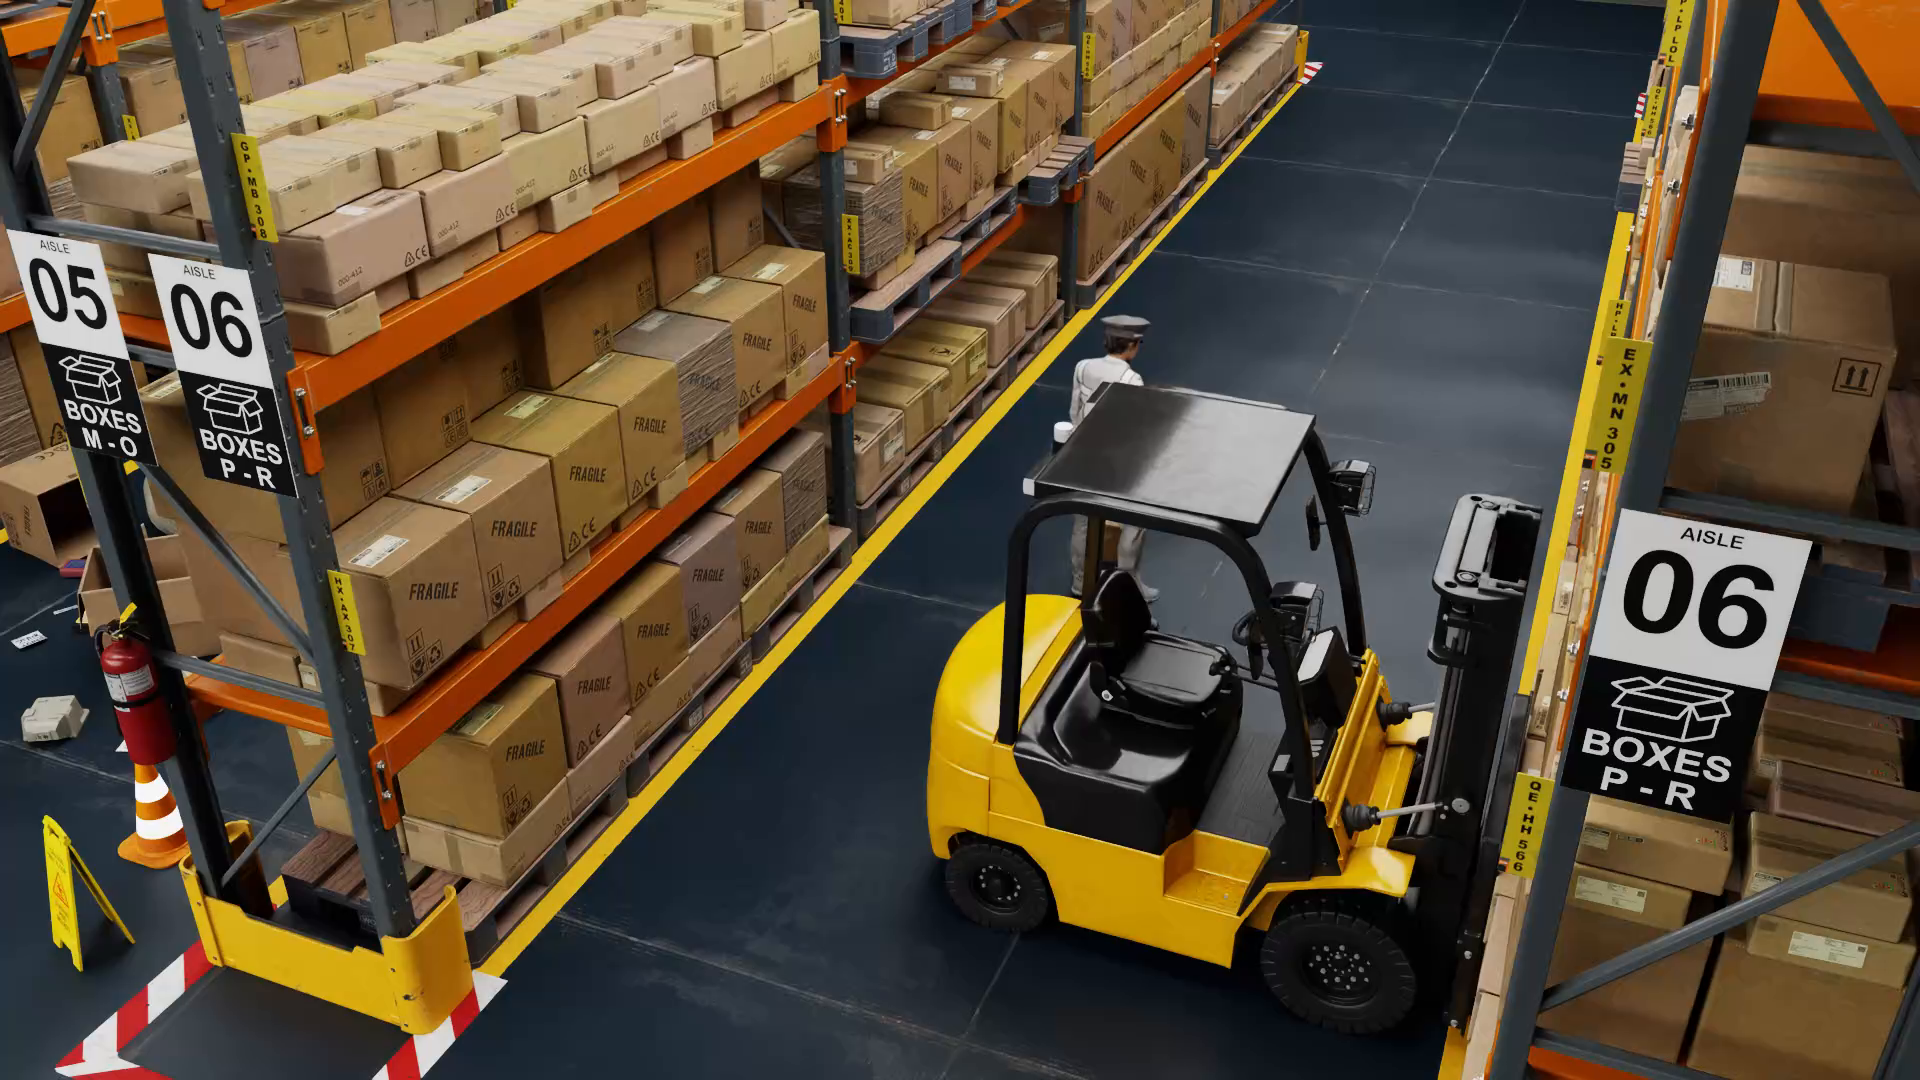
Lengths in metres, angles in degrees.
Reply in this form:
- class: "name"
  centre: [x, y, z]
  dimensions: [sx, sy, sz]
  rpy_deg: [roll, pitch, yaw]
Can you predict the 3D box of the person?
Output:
- class: "person"
  centre: [0.846, -0.421, 9.121]
  dimensions: [0.537, 1.681, 0.518]
  rpy_deg: [22, 36, 33]
